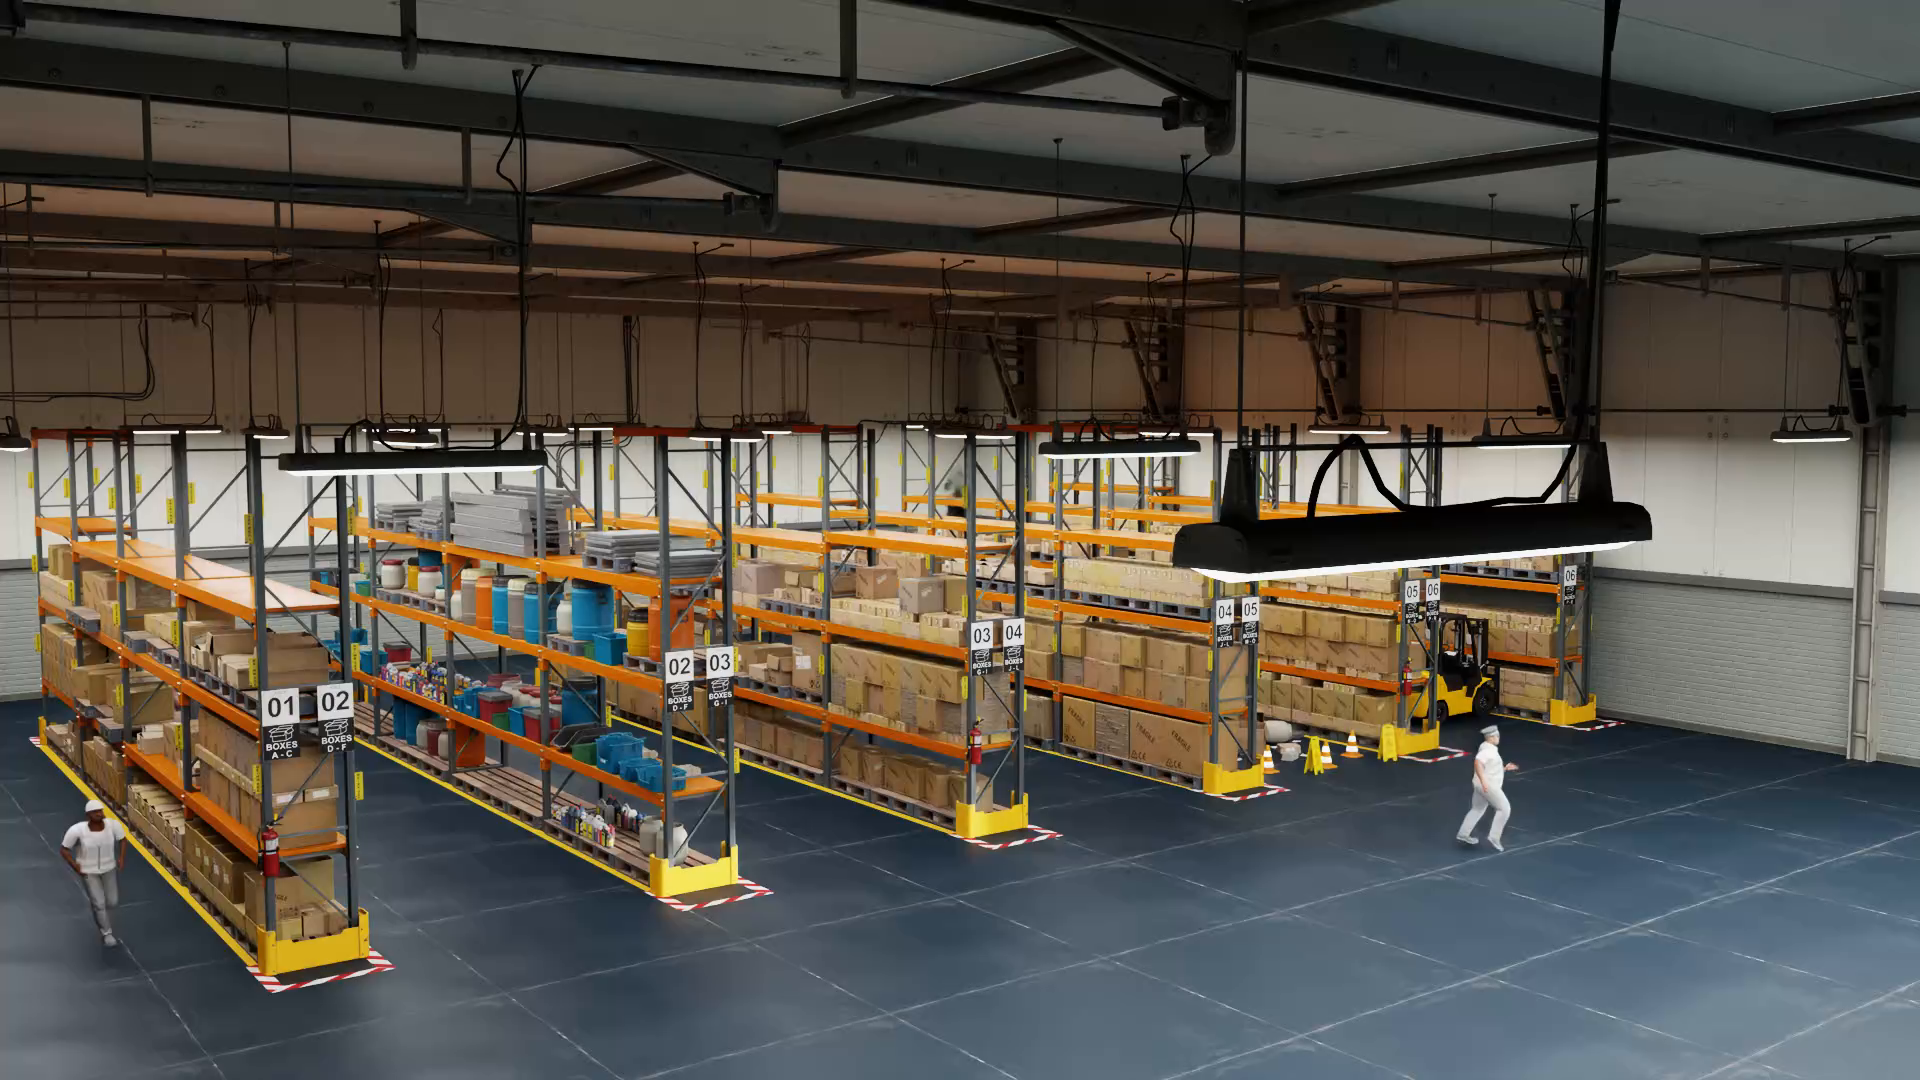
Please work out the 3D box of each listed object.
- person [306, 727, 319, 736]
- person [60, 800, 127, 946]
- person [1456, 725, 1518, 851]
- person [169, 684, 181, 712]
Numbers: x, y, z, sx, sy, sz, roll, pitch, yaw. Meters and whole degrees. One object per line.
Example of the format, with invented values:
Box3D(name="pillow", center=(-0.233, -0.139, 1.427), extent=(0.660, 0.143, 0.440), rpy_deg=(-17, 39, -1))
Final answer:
Box3D(name="person", center=(-10.994, 3.291, 28.315), extent=(0.574, 1.651, 0.688), rpy_deg=(-4, 6, -40))
Box3D(name="person", center=(-10.280, 3.925, 19.779), extent=(0.723, 1.729, 0.686), rpy_deg=(-4, 6, -41))
Box3D(name="person", center=(7.621, 3.582, 23.950), extent=(0.830, 1.835, 0.628), rpy_deg=(0, 4, 0))
Box3D(name="person", center=(-15.650, 2.936, 32.858), extent=(0.662, 1.675, 0.573), rpy_deg=(1, 5, 13))
